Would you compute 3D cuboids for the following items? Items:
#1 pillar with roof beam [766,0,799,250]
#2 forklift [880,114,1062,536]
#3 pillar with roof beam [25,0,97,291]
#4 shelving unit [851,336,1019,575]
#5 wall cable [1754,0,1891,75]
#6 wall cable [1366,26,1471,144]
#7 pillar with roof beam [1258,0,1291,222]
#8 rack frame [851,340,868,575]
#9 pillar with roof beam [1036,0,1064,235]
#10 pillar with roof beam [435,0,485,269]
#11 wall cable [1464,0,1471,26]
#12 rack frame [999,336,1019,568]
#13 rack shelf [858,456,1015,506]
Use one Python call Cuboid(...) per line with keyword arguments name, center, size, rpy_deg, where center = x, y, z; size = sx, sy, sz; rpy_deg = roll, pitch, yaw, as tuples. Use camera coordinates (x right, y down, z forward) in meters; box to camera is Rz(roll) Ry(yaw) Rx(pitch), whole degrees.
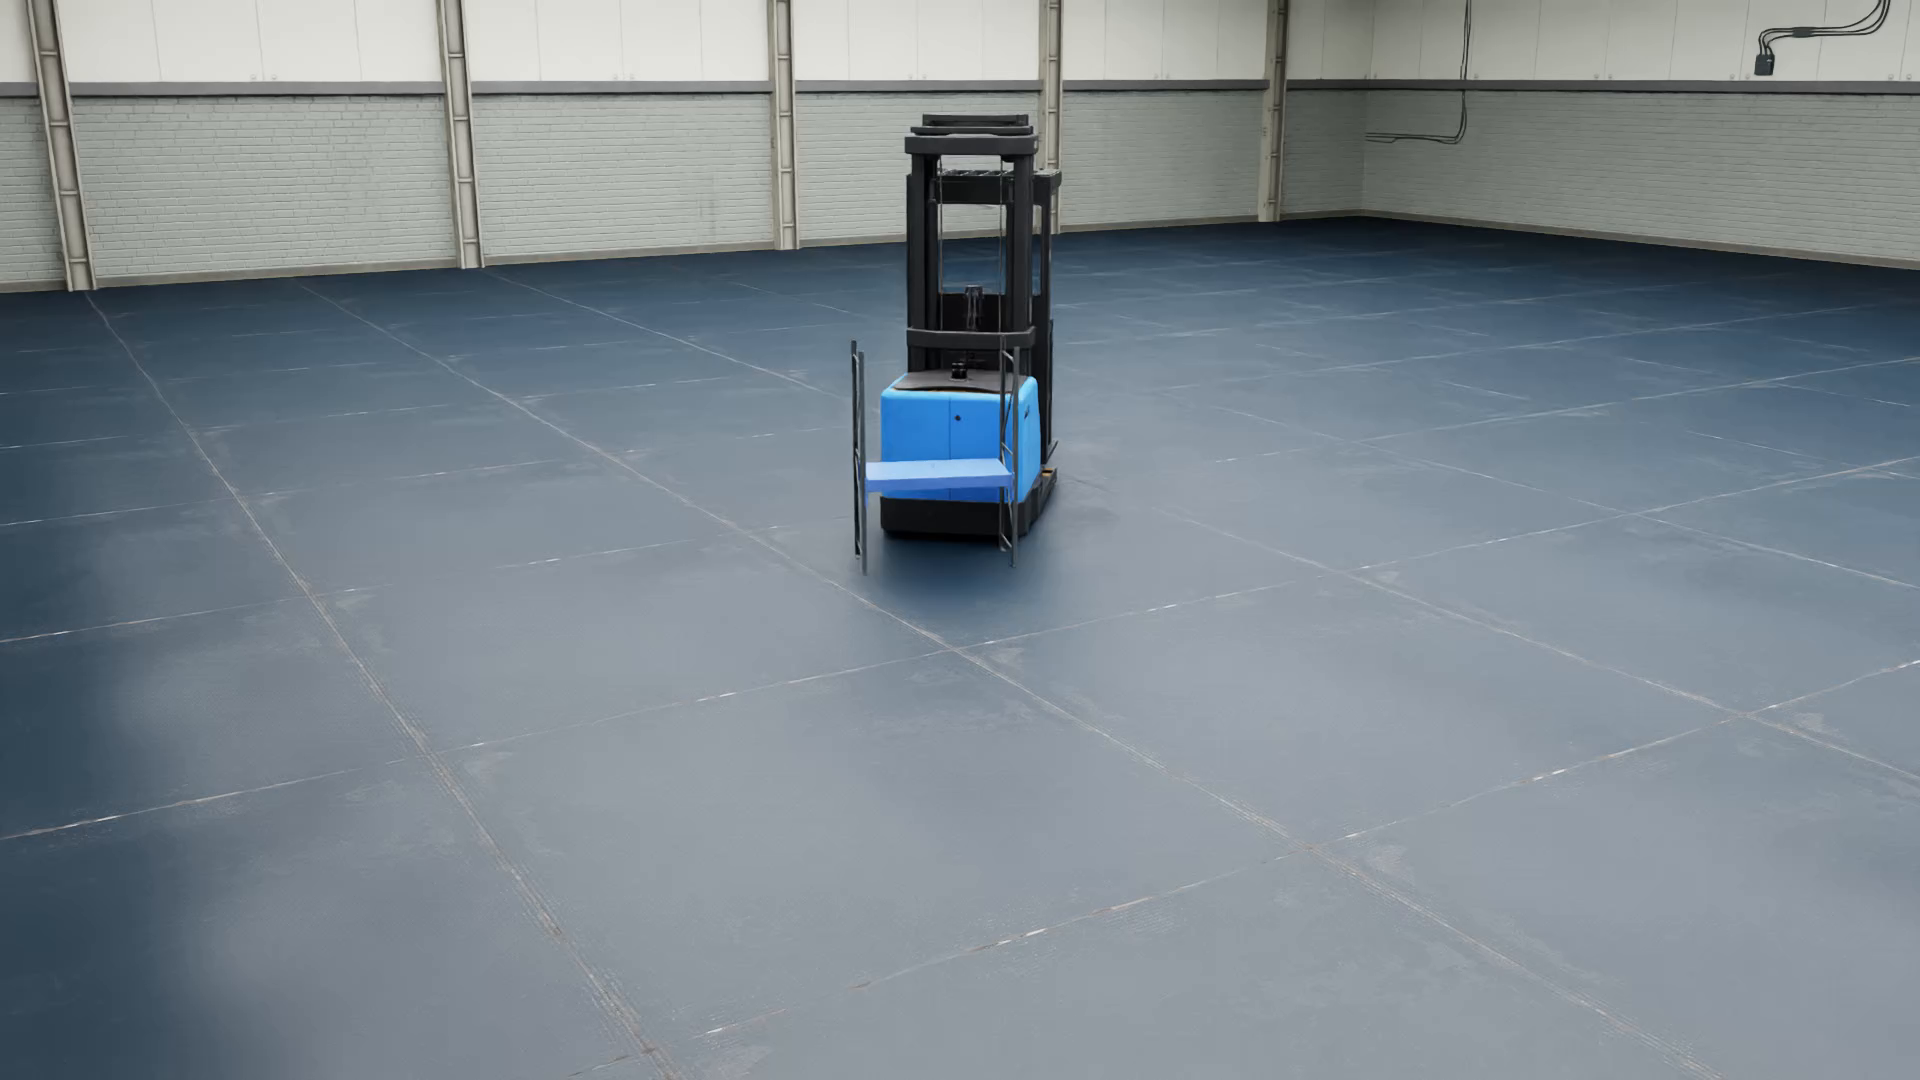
Cuboid(name="pillar with roof beam", center=(-1.087, -8.884, 26.930), size=(0.400, 9.000, 9.100), rpy_deg=(-9, 18, -30))
Cuboid(name="forklift", center=(0.182, -1.790, 12.865), size=(1.130, 2.935, 3.031), rpy_deg=(3, 16, 9))
Cuboid(name="pillar with roof beam", center=(-11.374, -7.216, 20.979), size=(0.400, 9.000, 9.100), rpy_deg=(-9, 18, -30))
Cuboid(name="shelving unit", center=(-0.171, -0.576, 11.187), size=(1.048, 1.500, 0.538), rpy_deg=(-3, 16, -9))
Cuboid(name="wall cable", center=(15.064, -11.090, 28.500), size=(0.169, 6.003, 2.305), rpy_deg=(-9, 18, -30))
Cuboid(name="wall cable", center=(10.188, -10.156, 37.222), size=(0.112, 2.526, 3.097), rpy_deg=(-9, 18, -30))
Cuboid(name="pillar with roof beam", center=(9.199, -10.552, 32.880), size=(0.400, 9.000, 9.100), rpy_deg=(-9, 18, -30))
Cuboid(name="rack frame", center=(-0.673, -0.554, 11.106), size=(0.032, 1.500, 0.500), rpy_deg=(-3, 16, -9))
Cuboid(name="pillar with roof beam", center=(4.056, -9.718, 29.905), size=(0.400, 9.000, 9.100), rpy_deg=(-9, 18, -30))
Cuboid(name="pillar with roof beam", center=(-6.230, -8.050, 23.954), size=(0.400, 9.000, 9.100), rpy_deg=(-9, 18, -30))
Cuboid(name="wall cable", center=(11.581, -11.962, 34.307), size=(0.112, 2.526, 3.097), rpy_deg=(-9, 18, -30))
Cuboid(name="rack frame", center=(0.330, -0.599, 11.268), size=(0.032, 1.500, 0.500), rpy_deg=(-3, 16, -9))
Cuboid(name="rack shelf", center=(-0.171, -0.403, 11.236), size=(1.000, 0.185, 0.538), rpy_deg=(-3, 16, -9))
